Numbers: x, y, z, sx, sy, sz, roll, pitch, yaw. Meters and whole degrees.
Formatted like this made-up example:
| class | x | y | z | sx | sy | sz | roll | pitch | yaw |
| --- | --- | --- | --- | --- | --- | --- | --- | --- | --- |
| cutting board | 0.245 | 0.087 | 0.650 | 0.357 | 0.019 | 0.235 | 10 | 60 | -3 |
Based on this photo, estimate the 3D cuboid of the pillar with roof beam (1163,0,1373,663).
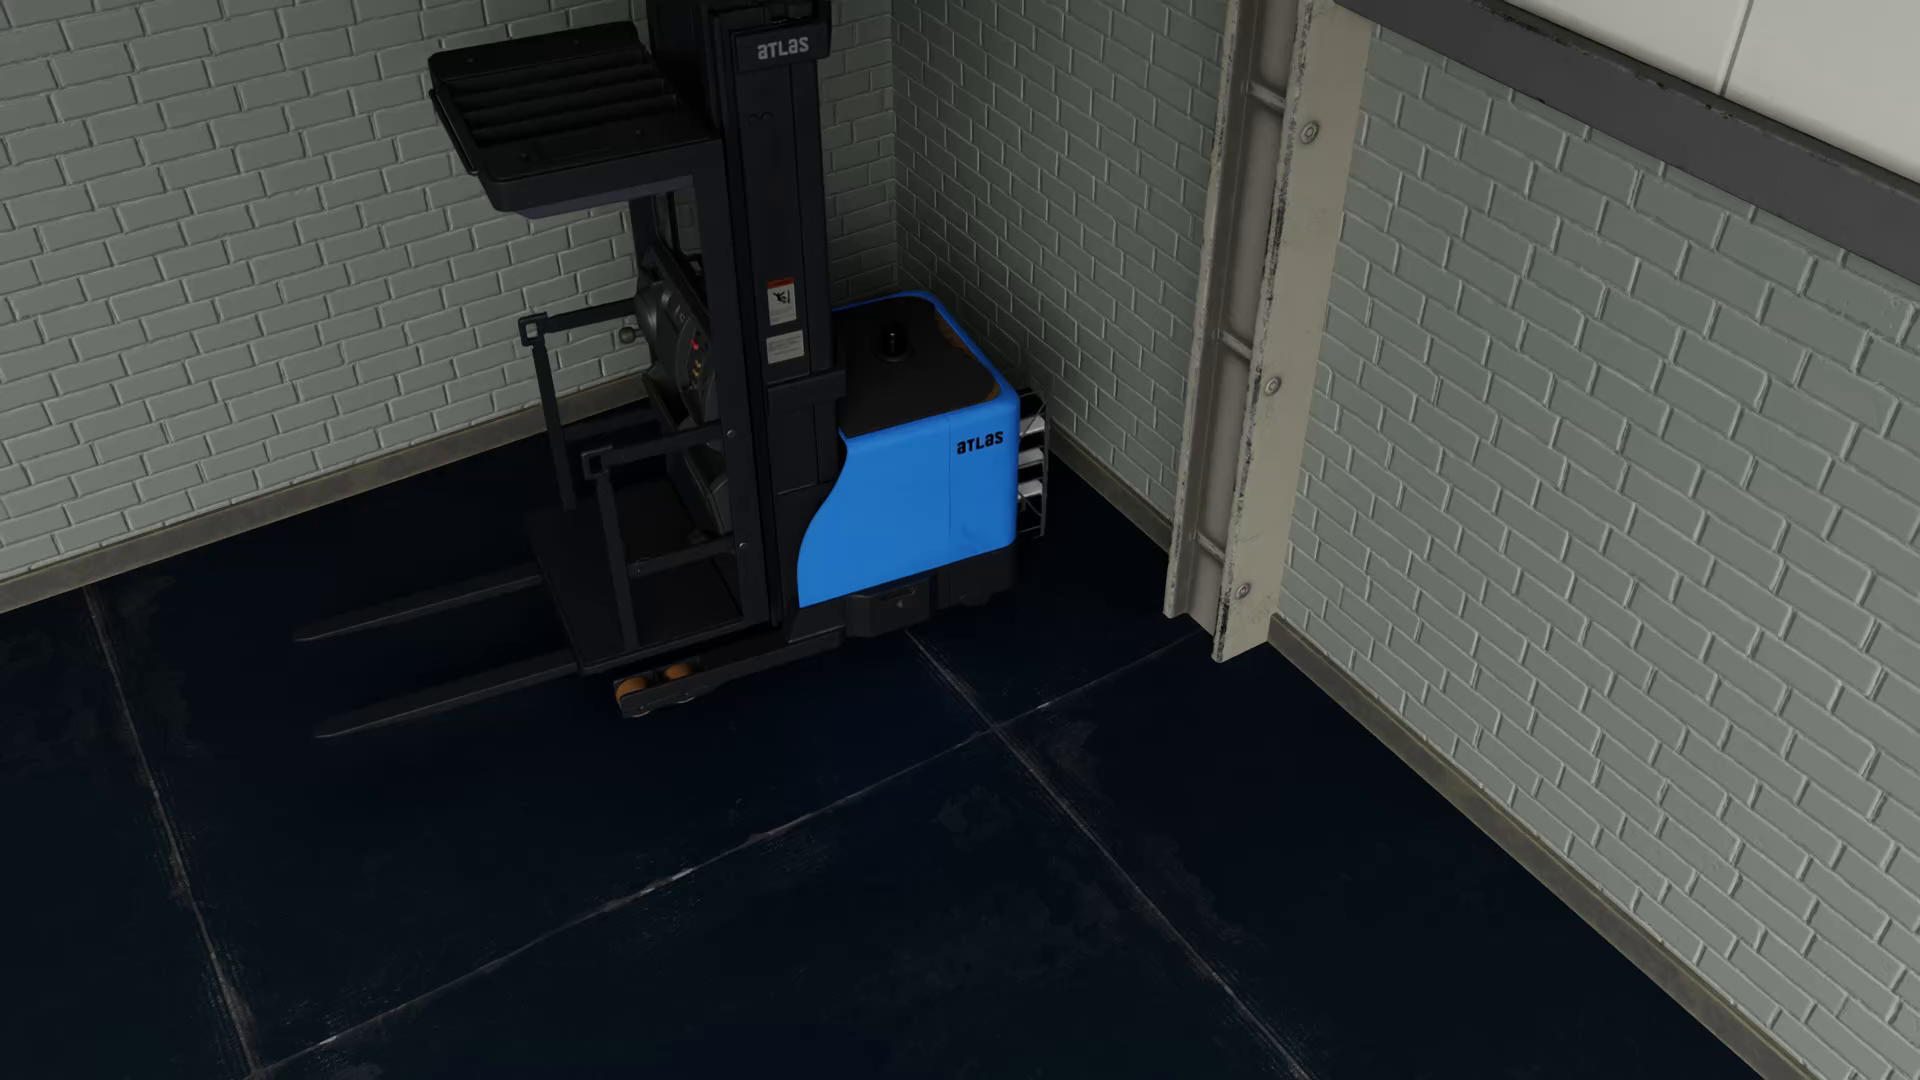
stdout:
| class | x | y | z | sx | sy | sz | roll | pitch | yaw |
| --- | --- | --- | --- | --- | --- | --- | --- | --- | --- |
| pillar with roof beam | -2.491 | -1.602 | 2.703 | 9.100 | 9.000 | 0.400 | -22 | 45 | -24 |

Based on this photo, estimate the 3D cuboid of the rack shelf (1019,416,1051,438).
| class | x | y | z | sx | sy | sz | roll | pitch | yaw |
| --- | --- | --- | --- | --- | --- | --- | --- | --- | --- |
| rack shelf | 0.248 | -0.510 | 7.490 | 0.258 | 0.077 | 0.200 | -16 | 42 | -19 |

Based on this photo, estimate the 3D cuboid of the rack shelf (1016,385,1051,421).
| class | x | y | z | sx | sy | sz | roll | pitch | yaw |
| --- | --- | --- | --- | --- | --- | --- | --- | --- | --- |
| rack shelf | 0.248 | -0.579 | 7.432 | 0.258 | 0.077 | 0.200 | -16 | 42 | -19 |

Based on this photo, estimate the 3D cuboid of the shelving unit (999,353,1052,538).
| class | x | y | z | sx | sy | sz | roll | pitch | yaw |
| --- | --- | --- | --- | --- | --- | --- | --- | --- | --- |
| shelving unit | 0.247 | -0.397 | 7.584 | 0.258 | 0.900 | 0.210 | -16 | 42 | -19 |

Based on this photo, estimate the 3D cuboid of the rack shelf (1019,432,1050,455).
| class | x | y | z | sx | sy | sz | roll | pitch | yaw |
| --- | --- | --- | --- | --- | --- | --- | --- | --- | --- |
| rack shelf | 0.247 | -0.441 | 7.547 | 0.258 | 0.077 | 0.200 | -16 | 42 | -19 |

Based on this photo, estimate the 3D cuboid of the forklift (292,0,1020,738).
| class | x | y | z | sx | sy | sz | roll | pitch | yaw |
| --- | --- | --- | --- | --- | --- | --- | --- | --- | --- |
| forklift | -1.296 | -0.777 | 6.453 | 3.031 | 2.935 | 1.130 | -16 | 43 | -19 |

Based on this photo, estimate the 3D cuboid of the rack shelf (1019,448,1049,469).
| class | x | y | z | sx | sy | sz | roll | pitch | yaw |
| --- | --- | --- | --- | --- | --- | --- | --- | --- | --- |
| rack shelf | 0.247 | -0.372 | 7.605 | 0.258 | 0.077 | 0.200 | -16 | 42 | -19 |

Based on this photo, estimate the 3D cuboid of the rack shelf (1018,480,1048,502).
| class | x | y | z | sx | sy | sz | roll | pitch | yaw |
| --- | --- | --- | --- | --- | --- | --- | --- | --- | --- |
| rack shelf | 0.247 | -0.233 | 7.720 | 0.258 | 0.077 | 0.200 | -16 | 42 | -19 |

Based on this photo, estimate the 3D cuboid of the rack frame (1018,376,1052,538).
| class | x | y | z | sx | sy | sz | roll | pitch | yaw |
| --- | --- | --- | --- | --- | --- | --- | --- | --- | --- |
| rack frame | 0.290 | -0.338 | 7.513 | 0.240 | 0.900 | 0.006 | -16 | 42 | -19 |

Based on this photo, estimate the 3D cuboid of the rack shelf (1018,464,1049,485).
| class | x | y | z | sx | sy | sz | roll | pitch | yaw |
| --- | --- | --- | --- | --- | --- | --- | --- | --- | --- |
| rack shelf | 0.247 | -0.302 | 7.663 | 0.258 | 0.077 | 0.200 | -16 | 42 | -19 |

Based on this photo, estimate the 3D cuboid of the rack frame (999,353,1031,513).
| class | x | y | z | sx | sy | sz | roll | pitch | yaw |
| --- | --- | --- | --- | --- | --- | --- | --- | --- | --- |
| rack frame | 0.205 | -0.456 | 7.655 | 0.240 | 0.900 | 0.006 | -16 | 42 | -19 |
